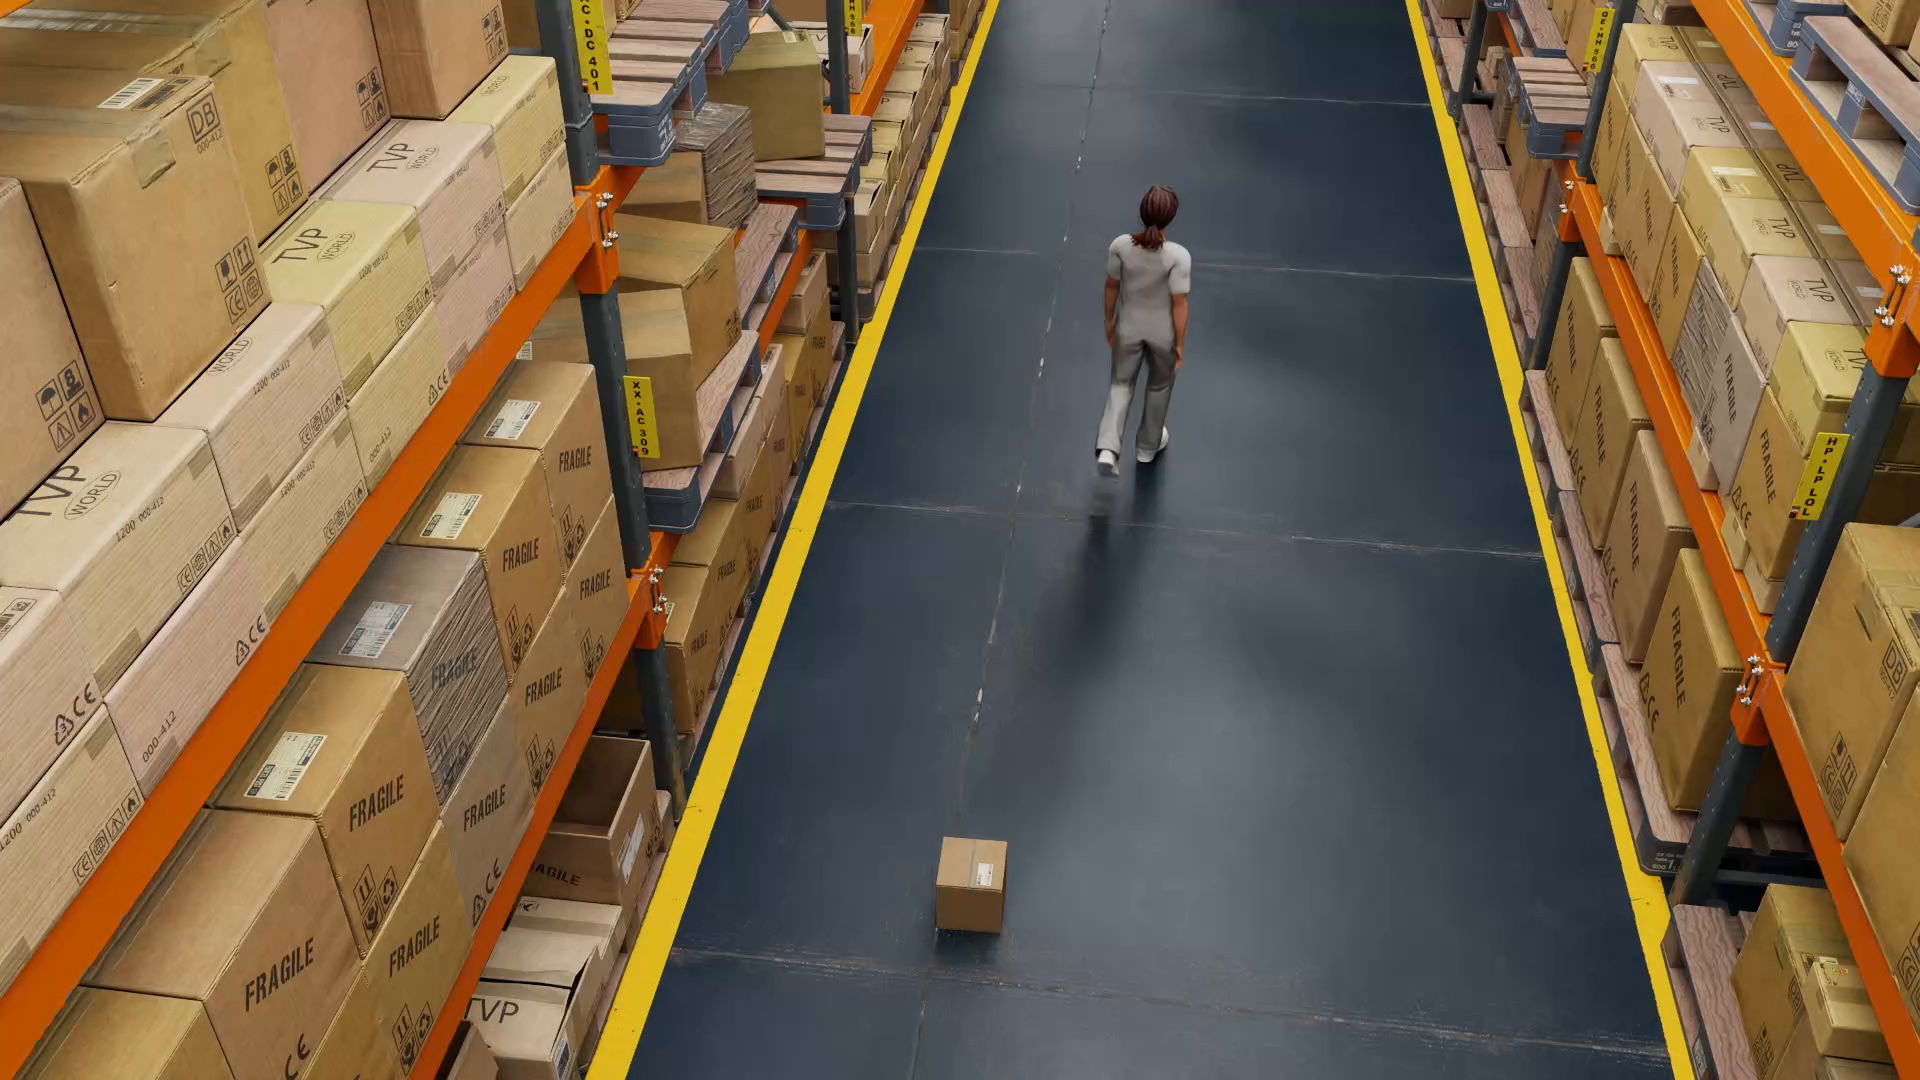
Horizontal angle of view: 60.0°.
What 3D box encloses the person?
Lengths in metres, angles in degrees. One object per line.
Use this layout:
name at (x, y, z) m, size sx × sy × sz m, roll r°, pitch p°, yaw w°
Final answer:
person at (0.929, -1.033, 8.433) m, size 0.450 × 1.641 × 0.786 m, roll 13°, pitch 38°, yaw 16°
